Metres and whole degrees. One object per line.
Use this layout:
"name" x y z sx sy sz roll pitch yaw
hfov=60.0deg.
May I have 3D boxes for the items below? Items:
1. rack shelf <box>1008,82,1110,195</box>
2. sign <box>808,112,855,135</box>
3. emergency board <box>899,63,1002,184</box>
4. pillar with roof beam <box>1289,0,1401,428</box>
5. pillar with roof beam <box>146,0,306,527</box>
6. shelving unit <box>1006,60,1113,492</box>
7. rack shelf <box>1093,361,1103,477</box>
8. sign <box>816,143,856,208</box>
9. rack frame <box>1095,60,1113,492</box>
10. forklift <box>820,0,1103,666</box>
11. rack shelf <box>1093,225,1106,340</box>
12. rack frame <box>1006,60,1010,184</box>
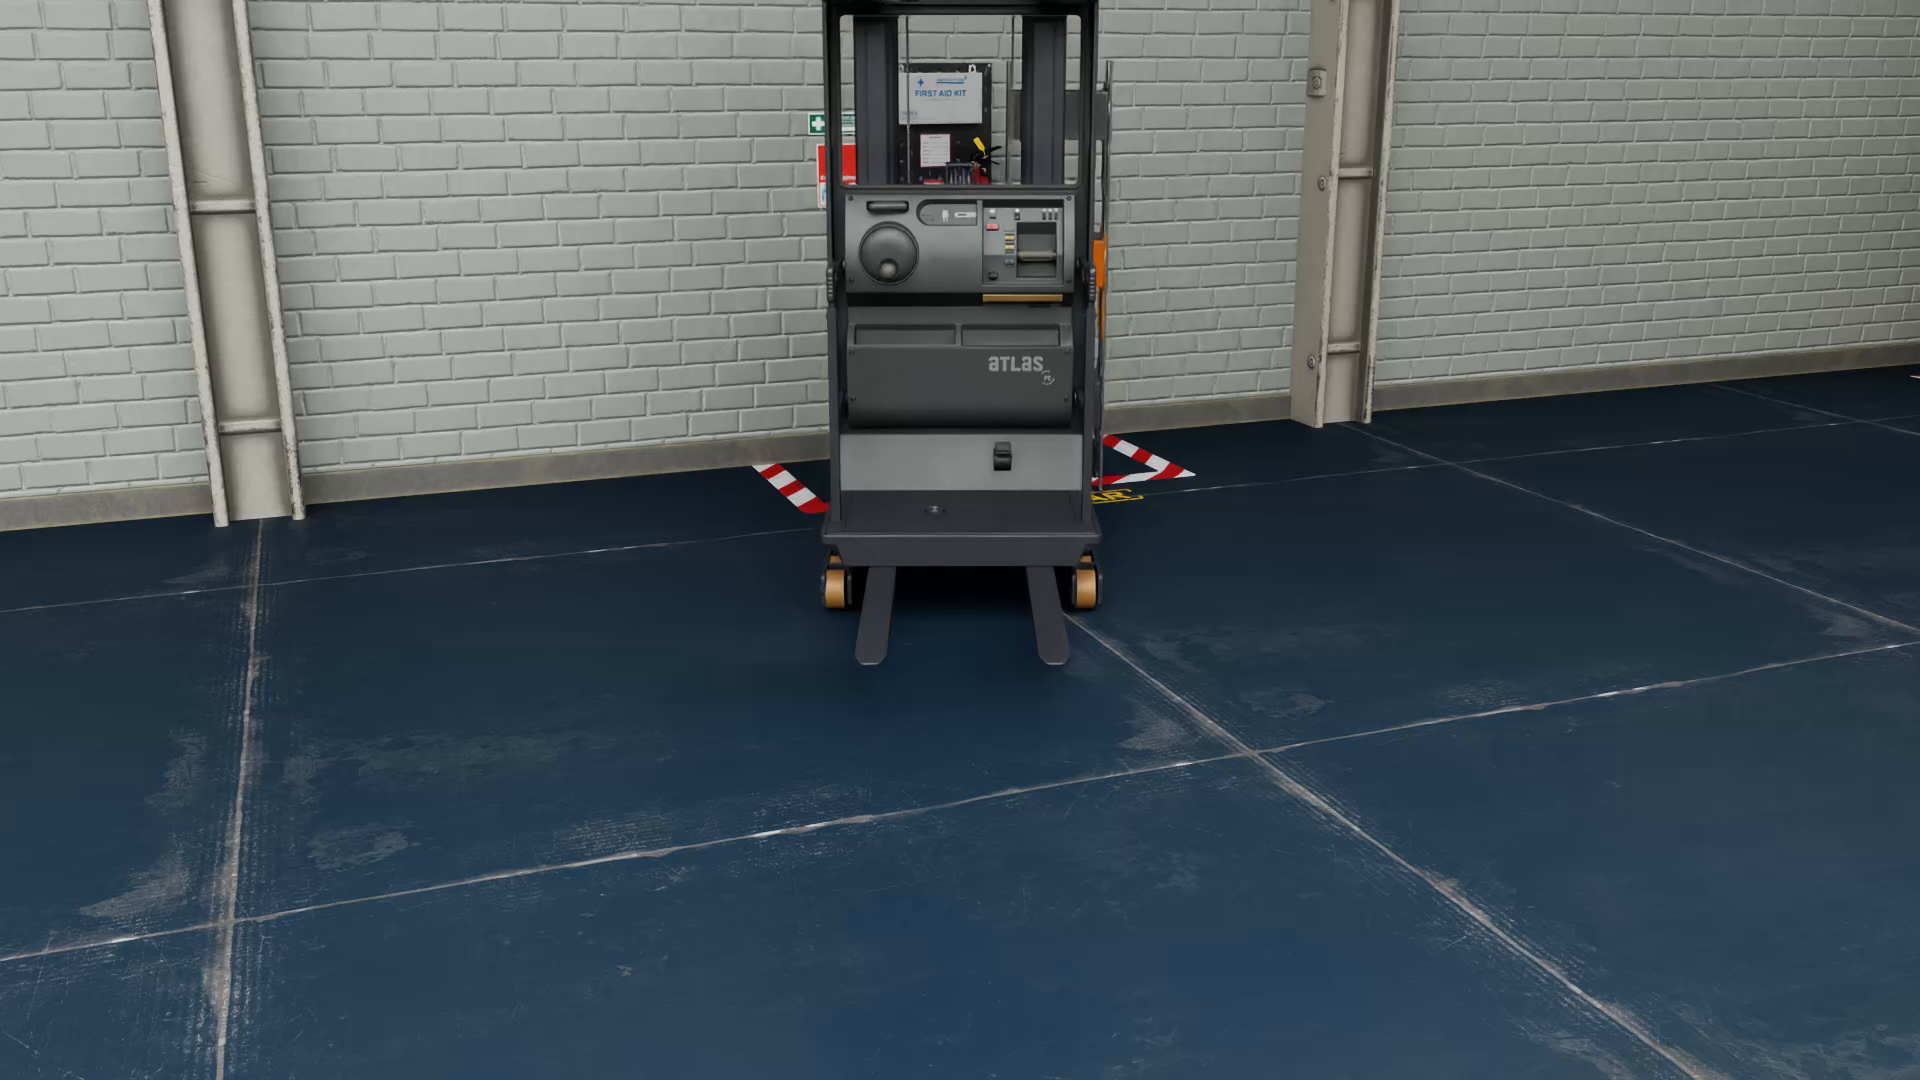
"rack shelf" 0.477 -1.969 8.137 0.480 0.518 0.431 1 16 2
"sign" -0.631 -2.168 8.652 0.331 0.109 0.001 -6 17 -20
"emergency board" -0.085 -1.927 8.836 0.643 1.169 0.194 -6 17 -20
"pillar with roof beam" 3.777 -3.912 4.948 0.400 9.000 9.100 -6 17 -20
"pillar with roof beam" -1.826 -3.307 2.888 0.400 9.000 9.100 -6 17 -20
"shelving unit" 0.476 -1.310 8.331 0.503 2.100 0.431 1 16 2
"rack shelf" 0.475 -0.626 8.532 0.480 0.518 0.431 1 16 2
"sign" -0.638 -1.915 8.733 0.234 0.329 0.001 -6 17 -20
"rack frame" 0.720 -1.308 8.324 0.015 2.100 0.400 1 16 2
"forklift" 0.003 -1.214 6.531 1.130 2.935 3.031 0 16 0
"rack shelf" 0.476 -1.297 8.335 0.480 0.518 0.431 1 16 2
"rack frame" 0.232 -1.313 8.338 0.015 2.100 0.400 1 16 2
